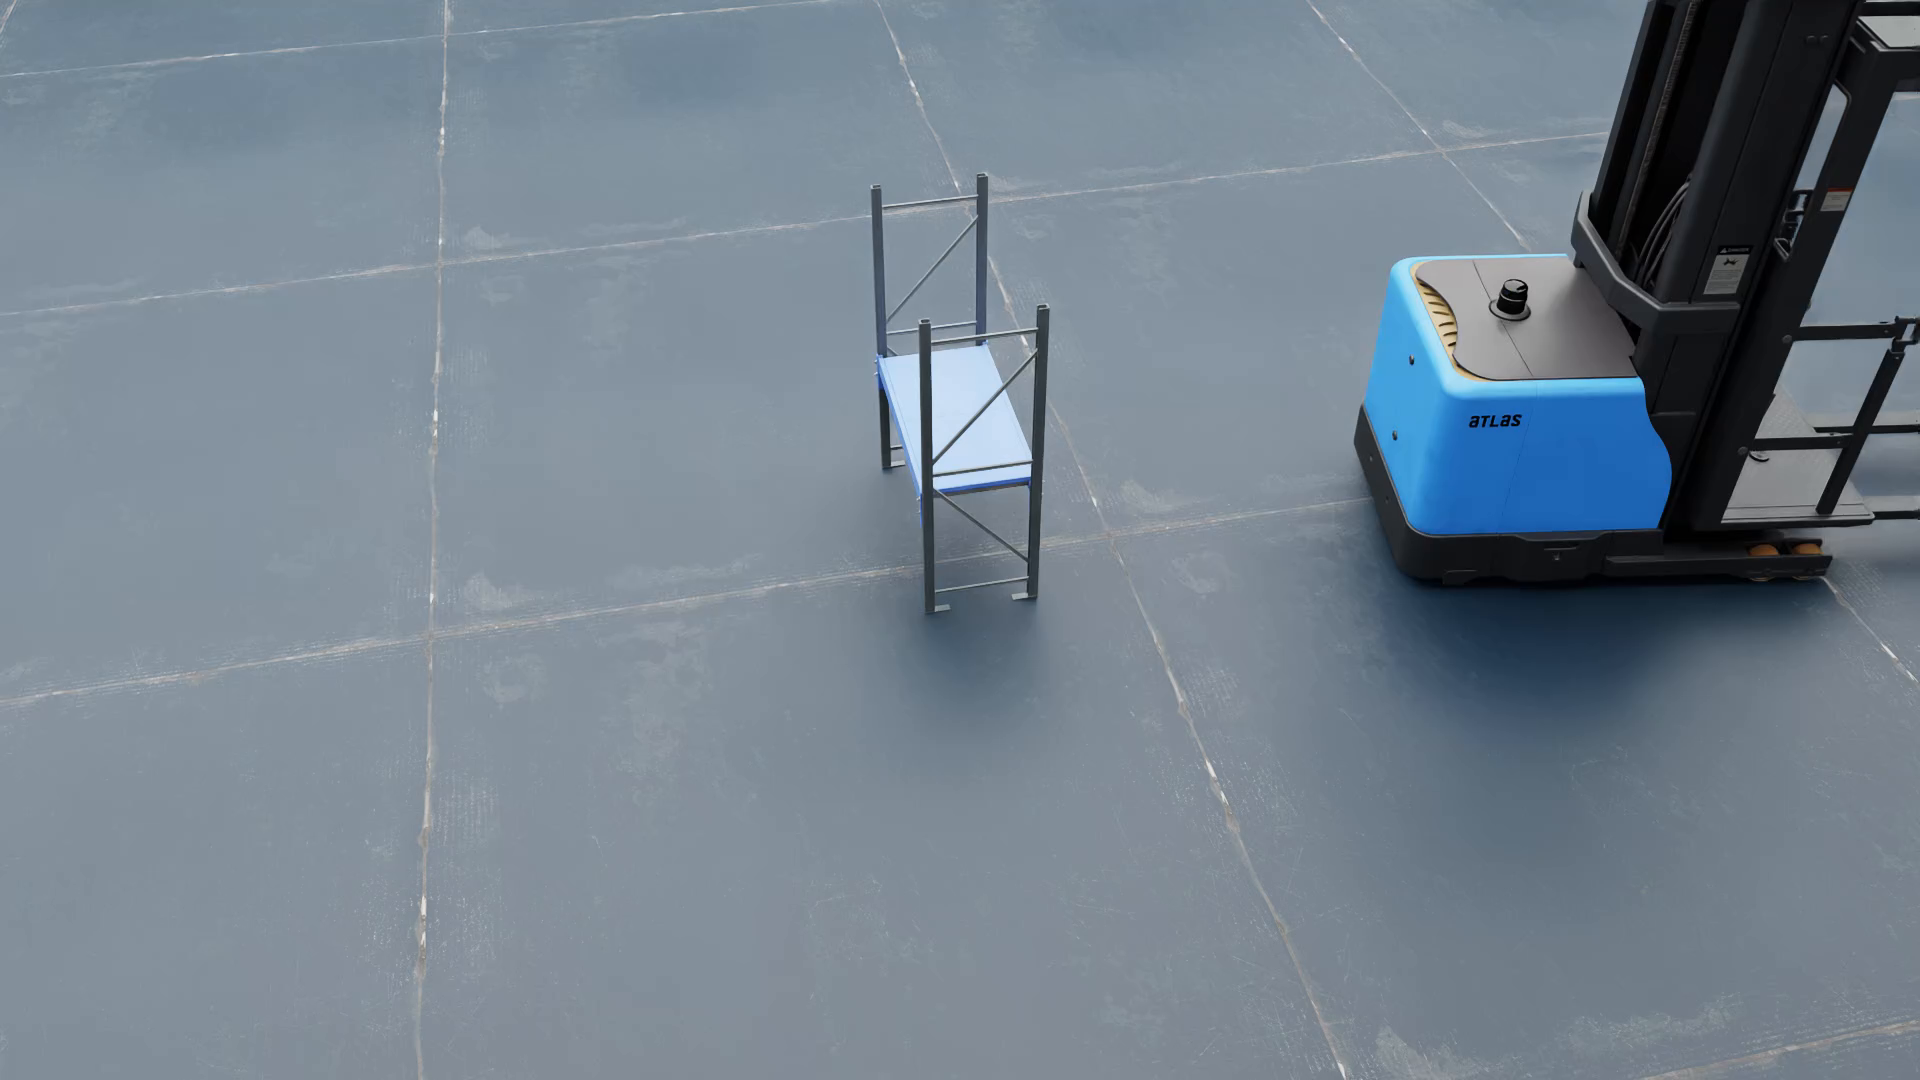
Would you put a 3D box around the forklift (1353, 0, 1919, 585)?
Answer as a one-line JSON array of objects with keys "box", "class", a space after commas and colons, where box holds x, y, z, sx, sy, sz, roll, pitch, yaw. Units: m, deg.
[{"box": [3.412, -1.265, 6.749, 3.031, 2.935, 1.130, -2, 42, -2], "class": "forklift"}]

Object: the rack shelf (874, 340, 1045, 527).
[{"box": [-0.018, -0.482, 7.216, 0.538, 0.185, 1.000, -8, 42, -9], "class": "rack shelf"}]

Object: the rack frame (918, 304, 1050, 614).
[{"box": [0.091, -0.287, 6.725, 0.500, 1.500, 0.032, -8, 42, -9], "class": "rack frame"}]

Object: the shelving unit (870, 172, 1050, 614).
[{"box": [-0.018, -0.616, 7.096, 0.538, 1.500, 1.048, -8, 42, -9], "class": "shelving unit"}]

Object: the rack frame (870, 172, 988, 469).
[{"box": [-0.128, -0.946, 7.467, 0.500, 1.500, 0.032, -8, 42, -9], "class": "rack frame"}]
